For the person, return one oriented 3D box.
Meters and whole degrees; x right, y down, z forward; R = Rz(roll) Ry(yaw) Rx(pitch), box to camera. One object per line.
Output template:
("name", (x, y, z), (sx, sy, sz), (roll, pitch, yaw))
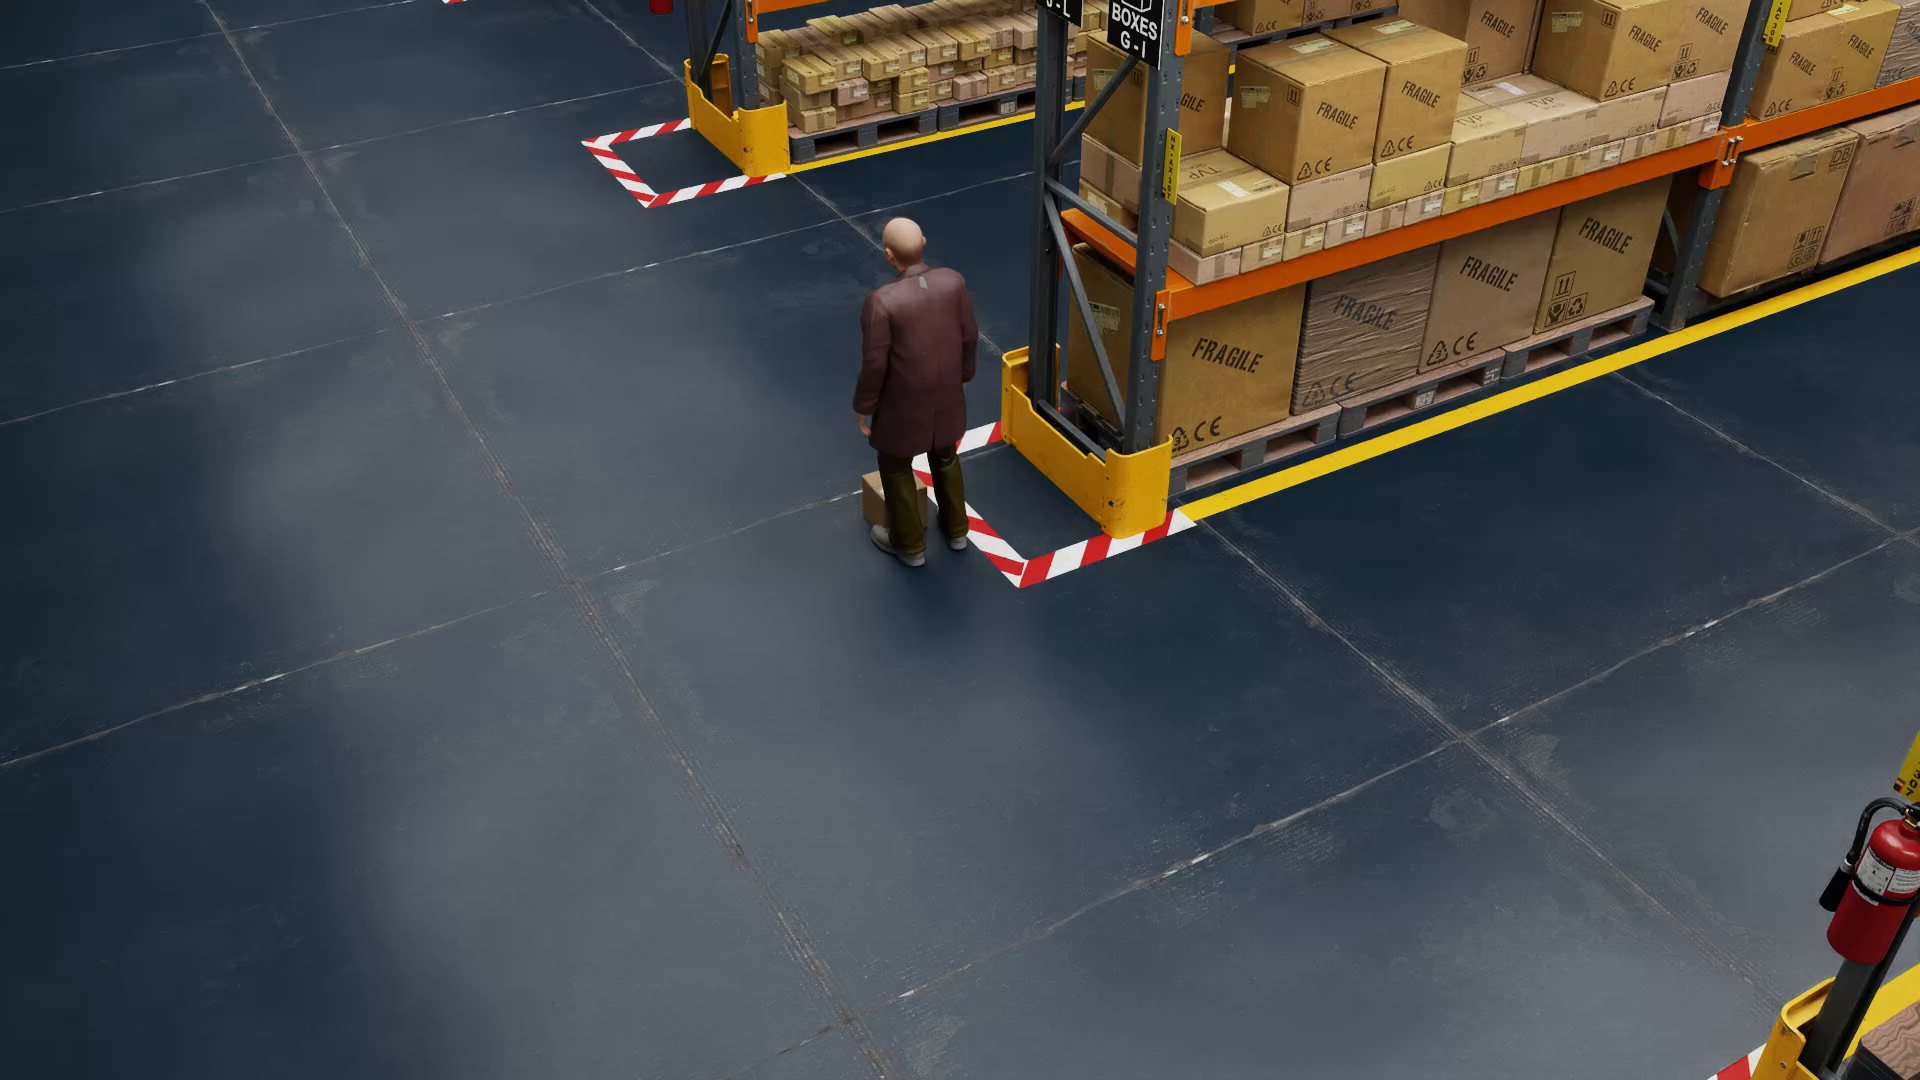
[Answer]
("person", (-0.208, -0.686, 7.874), (0.656, 1.774, 0.416), (-20, 41, -25))
